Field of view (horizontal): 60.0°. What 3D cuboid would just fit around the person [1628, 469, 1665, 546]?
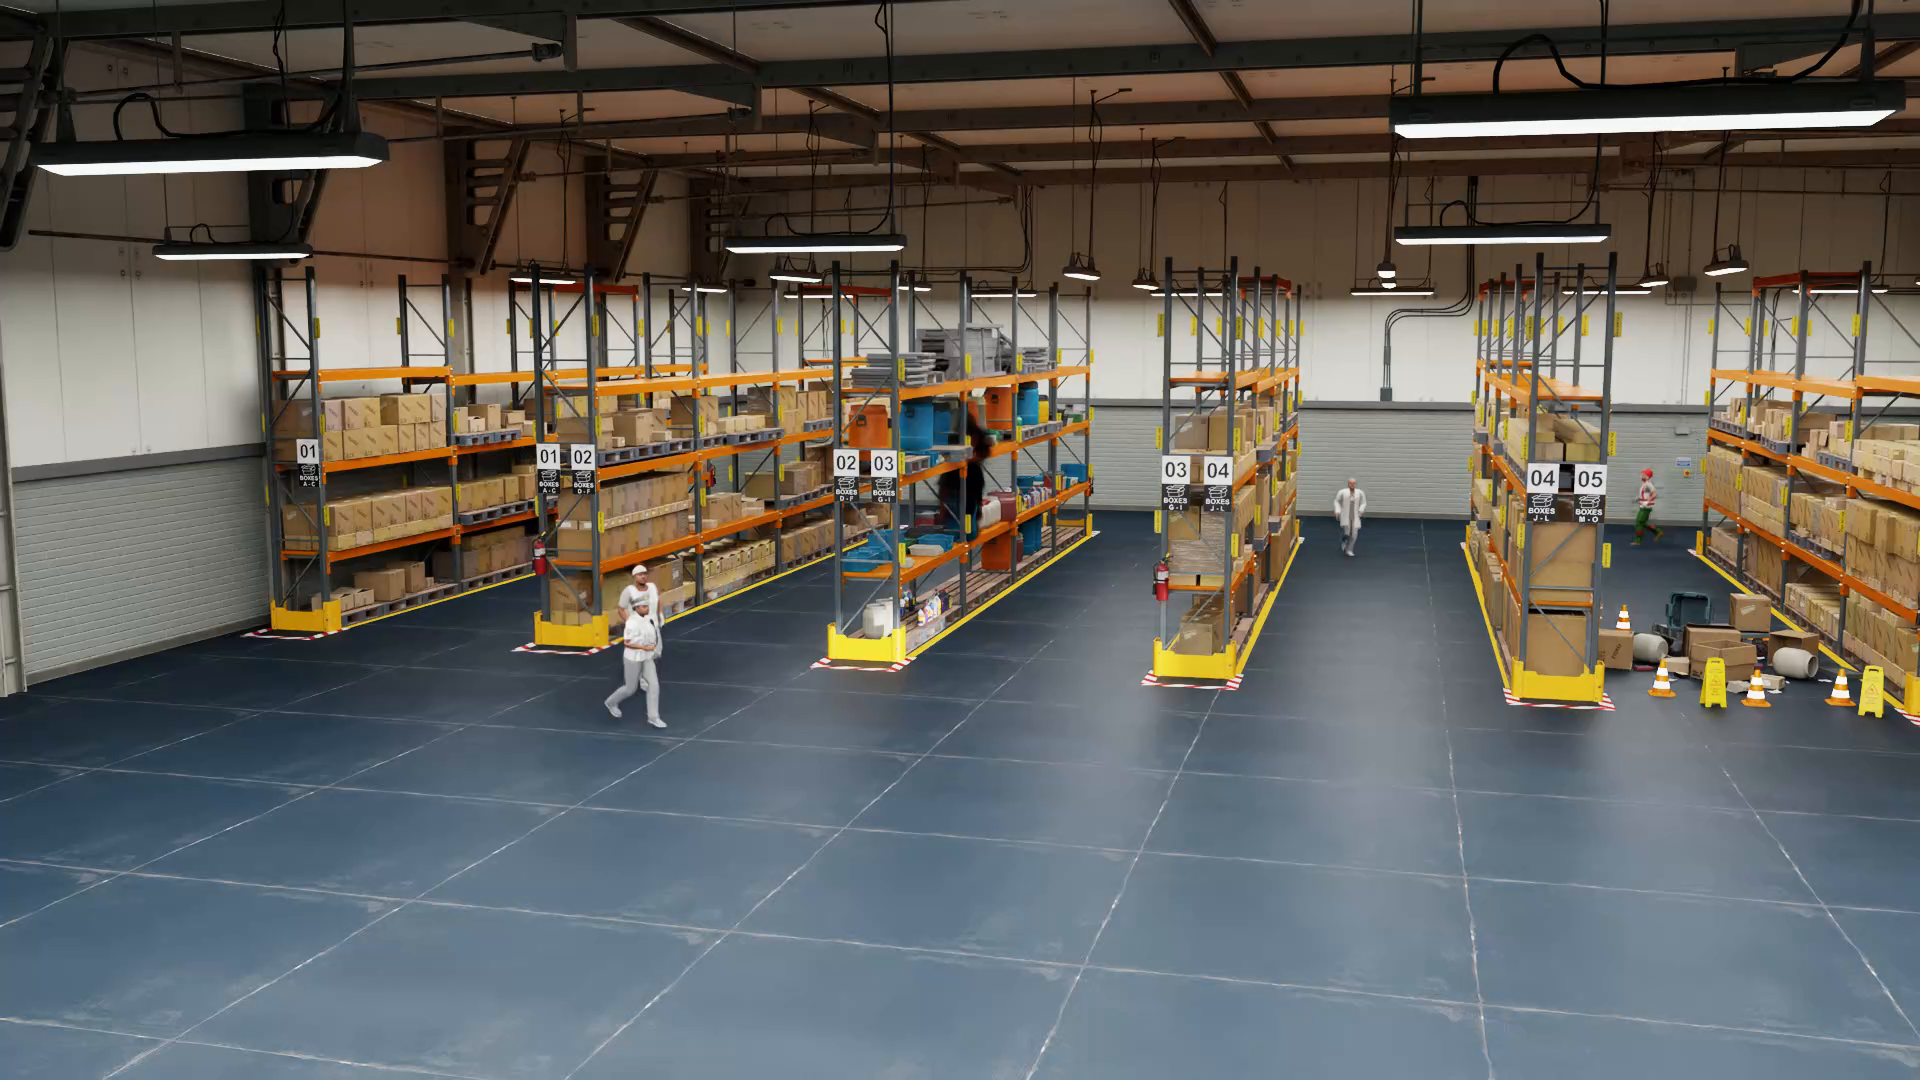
[{"bbox_3d":[15.920,-0.746,38.456,0.782,1.781,0.684,2,8,15],"label":"person"}]

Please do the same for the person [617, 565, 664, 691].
[{"bbox_3d":[-4.441,1.212,23.179,0.676,1.748,0.576,-6,10,-41],"label":"person"}]

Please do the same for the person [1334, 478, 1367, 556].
[{"bbox_3d":[8.622,-0.506,36.728,0.703,1.727,0.669,1,7,4],"label":"person"}]

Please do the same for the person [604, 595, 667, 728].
[{"bbox_3d":[-4.100,1.509,21.035,0.920,1.687,0.557,4,8,30],"label":"person"}]
